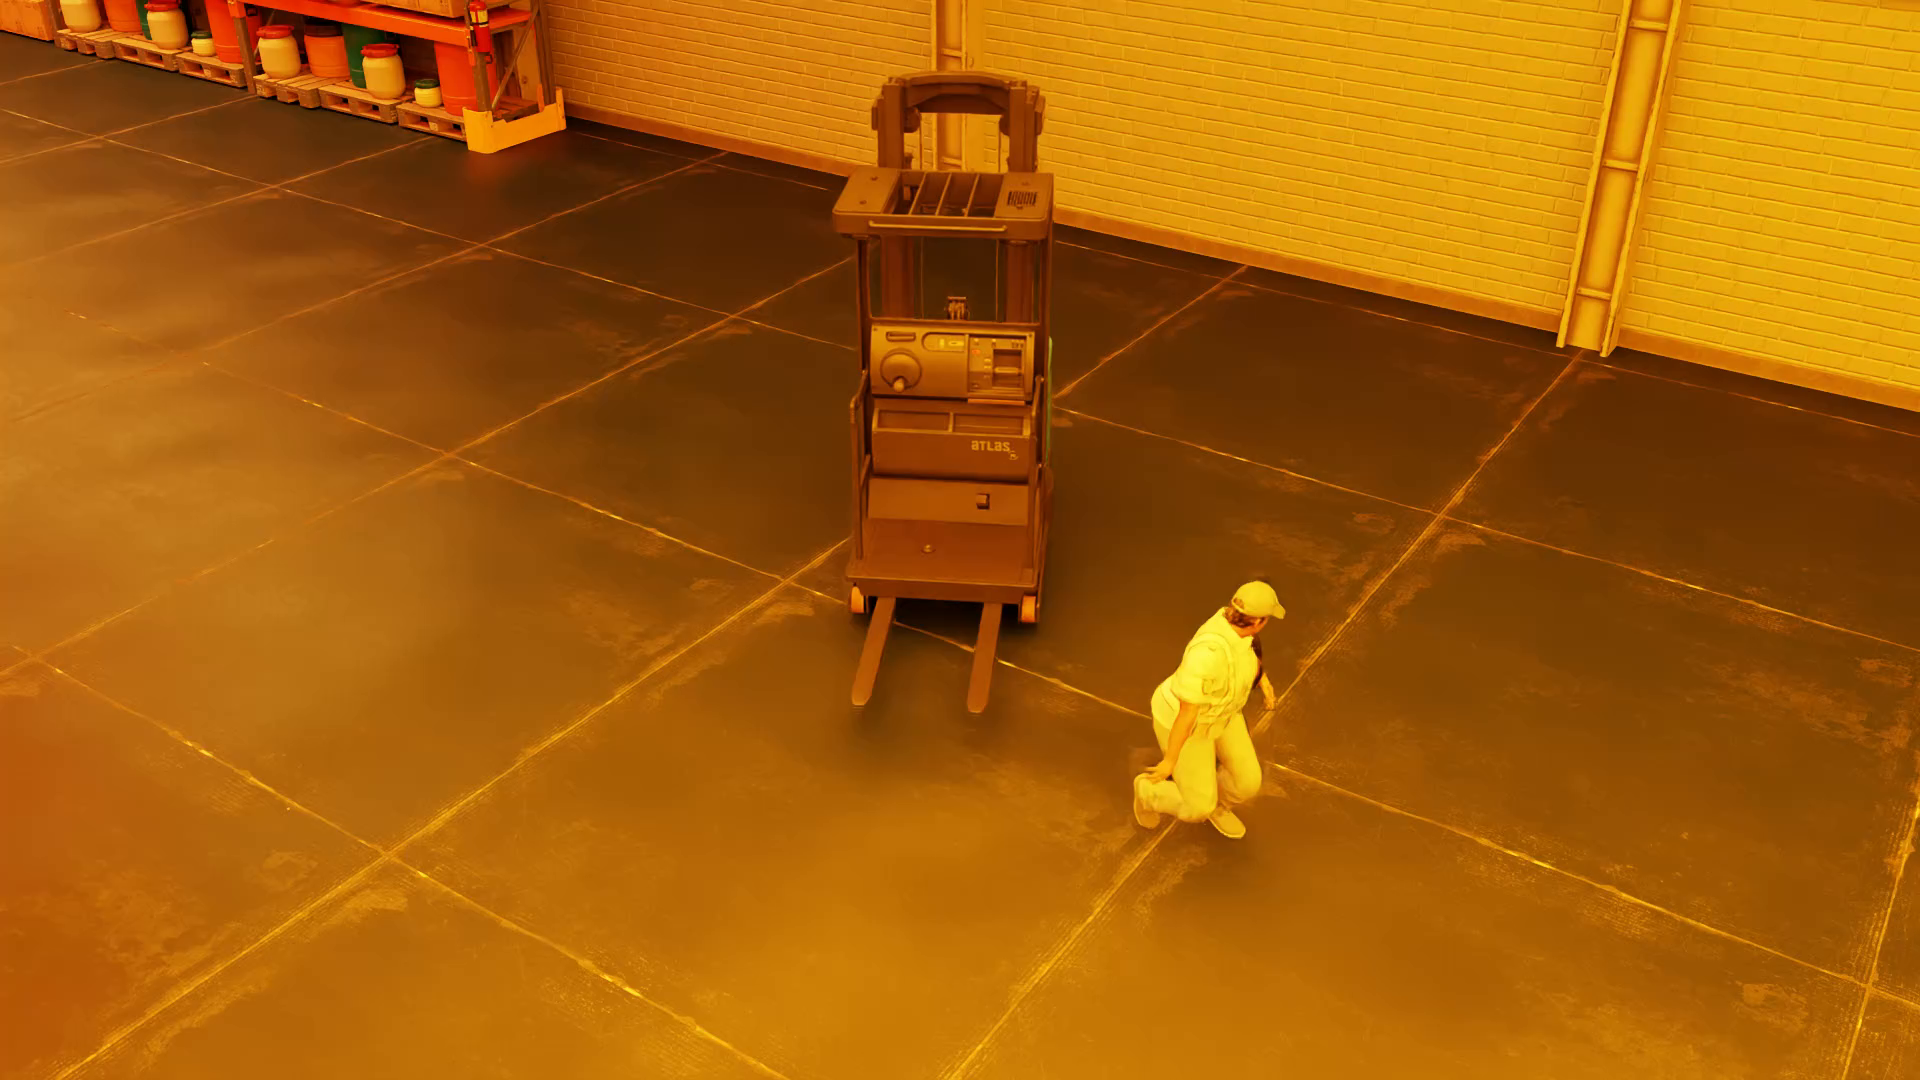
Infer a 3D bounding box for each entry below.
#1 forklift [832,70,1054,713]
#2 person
[{"bbox_3d":[-0.064,-0.963,9.239,1.130,2.935,3.031,3,30,5],"label":"forklift"},{"bbox_3d":[1.109,0.810,7.680,0.834,1.480,0.565,-26,39,-37],"label":"person"}]
